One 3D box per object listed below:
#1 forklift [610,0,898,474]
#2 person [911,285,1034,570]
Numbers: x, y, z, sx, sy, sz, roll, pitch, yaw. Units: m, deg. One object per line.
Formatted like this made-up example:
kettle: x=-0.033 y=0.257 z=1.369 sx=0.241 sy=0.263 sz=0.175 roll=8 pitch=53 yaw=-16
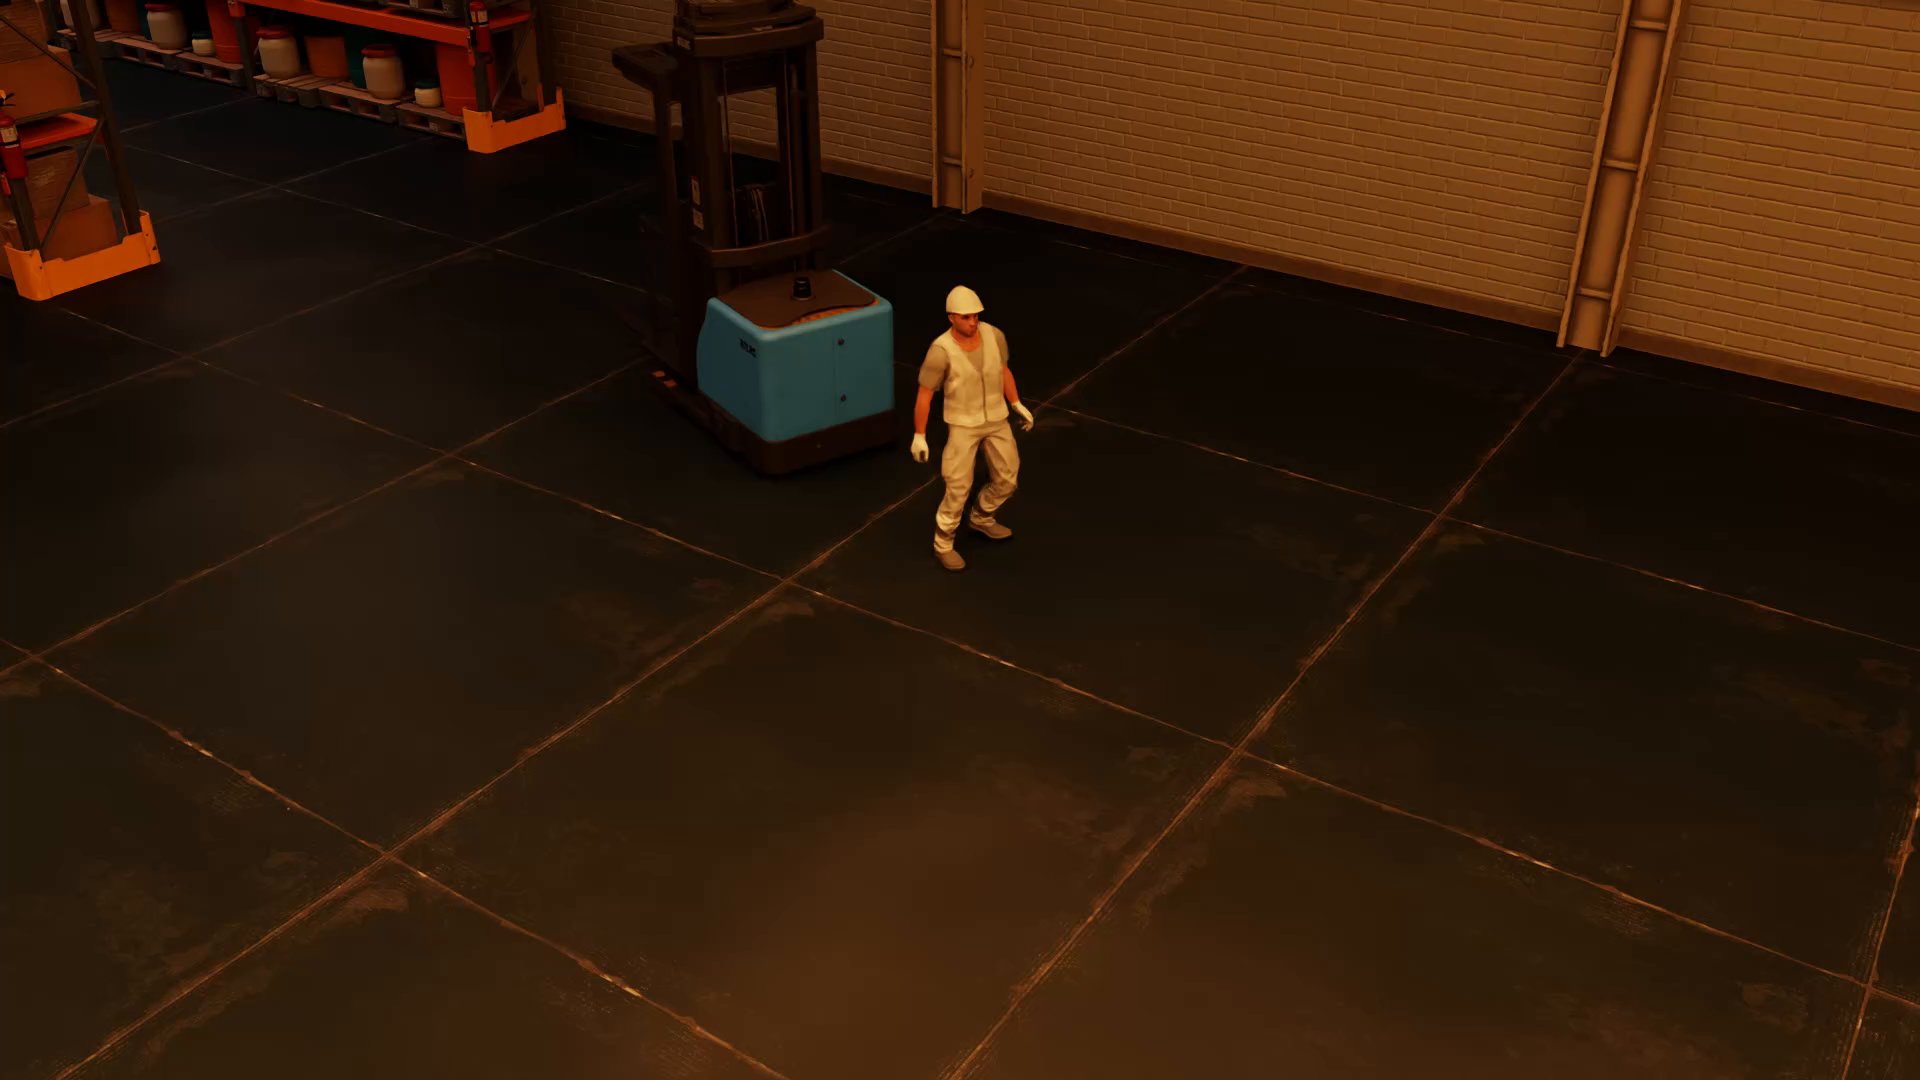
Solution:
forklift: x=-1.673 y=-2.399 z=11.713 sx=1.130 sy=2.935 sz=3.031 roll=-19 pitch=35 yaw=-29
person: x=0.068 y=-0.683 z=9.970 sx=0.782 sy=1.729 sz=0.470 roll=-15 pitch=33 yaw=-24
